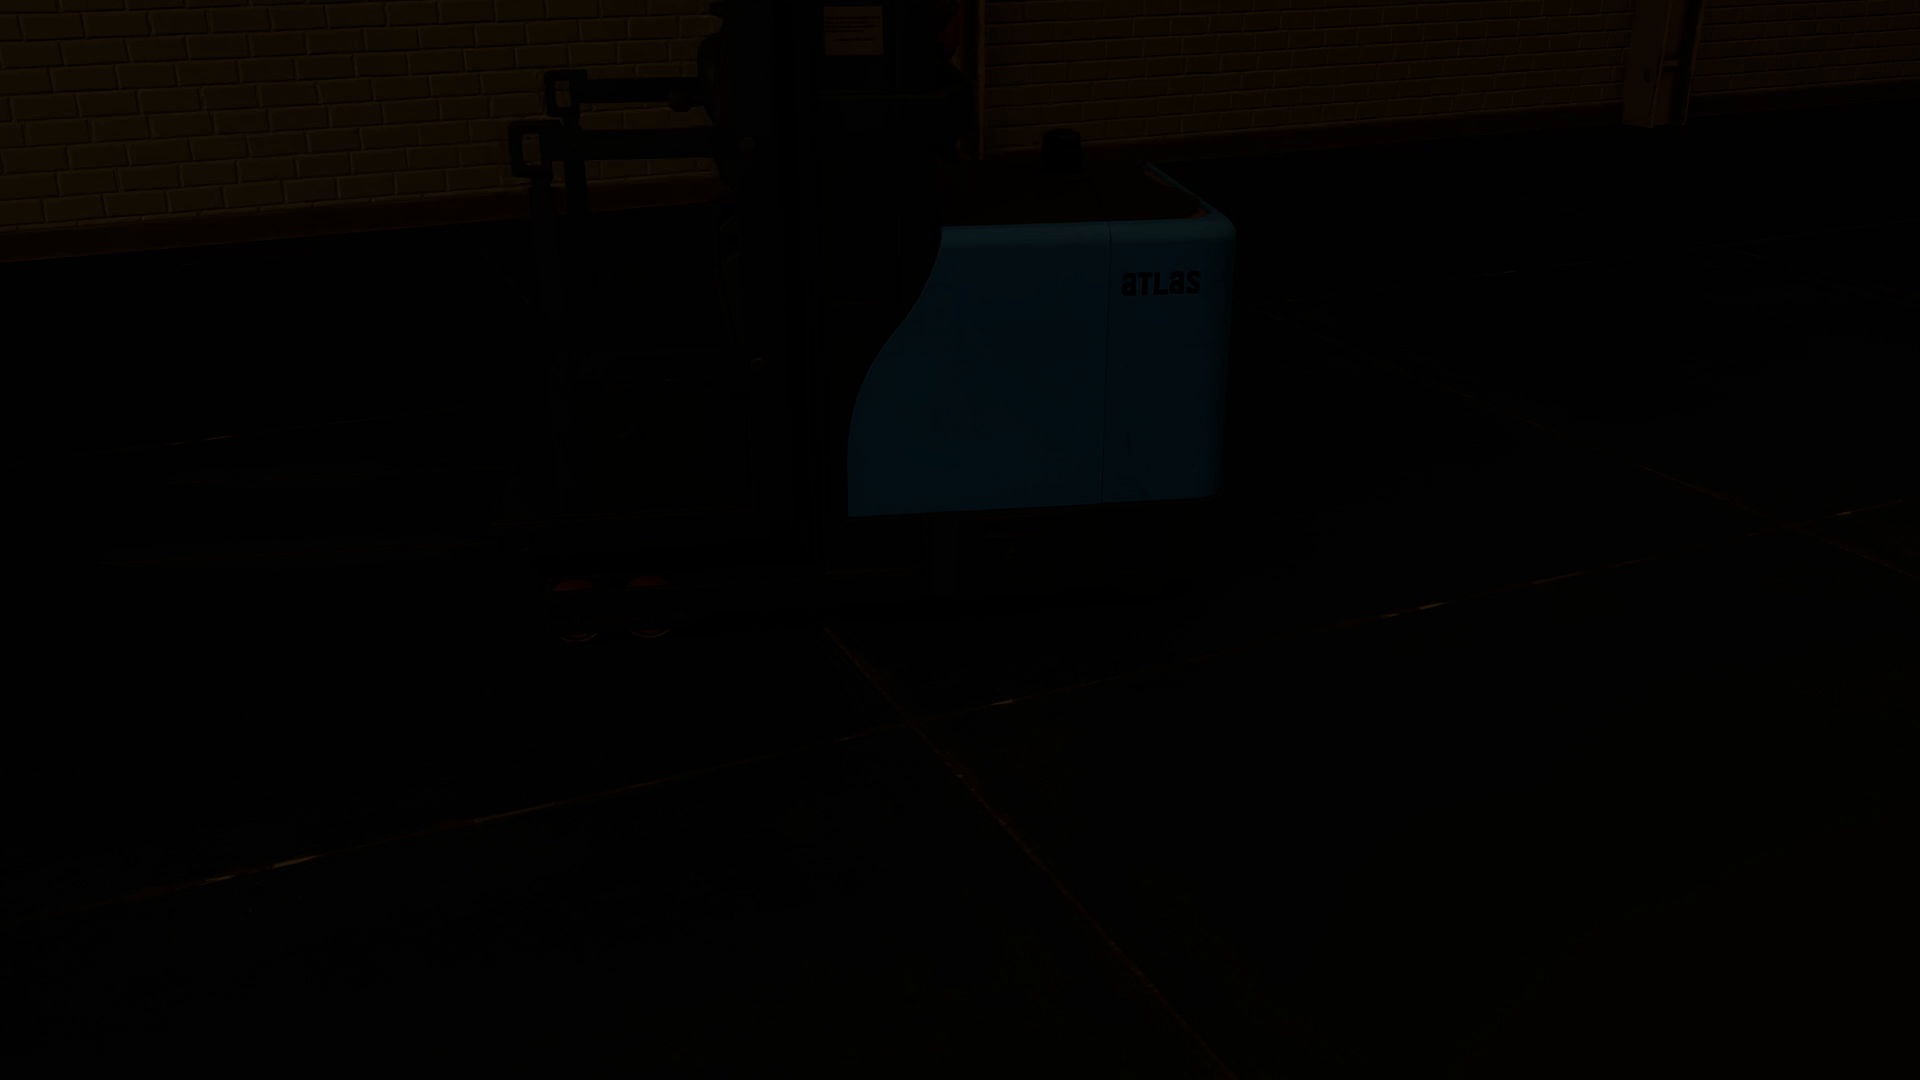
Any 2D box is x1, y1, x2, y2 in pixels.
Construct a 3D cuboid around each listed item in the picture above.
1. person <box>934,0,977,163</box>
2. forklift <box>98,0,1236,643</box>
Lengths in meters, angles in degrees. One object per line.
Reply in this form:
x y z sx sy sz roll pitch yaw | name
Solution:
-0.090 -1.272 6.246 0.693 1.532 0.896 -3 23 -8 | person
-0.819 -1.296 4.405 3.031 2.935 1.130 -3 23 -8 | forklift
